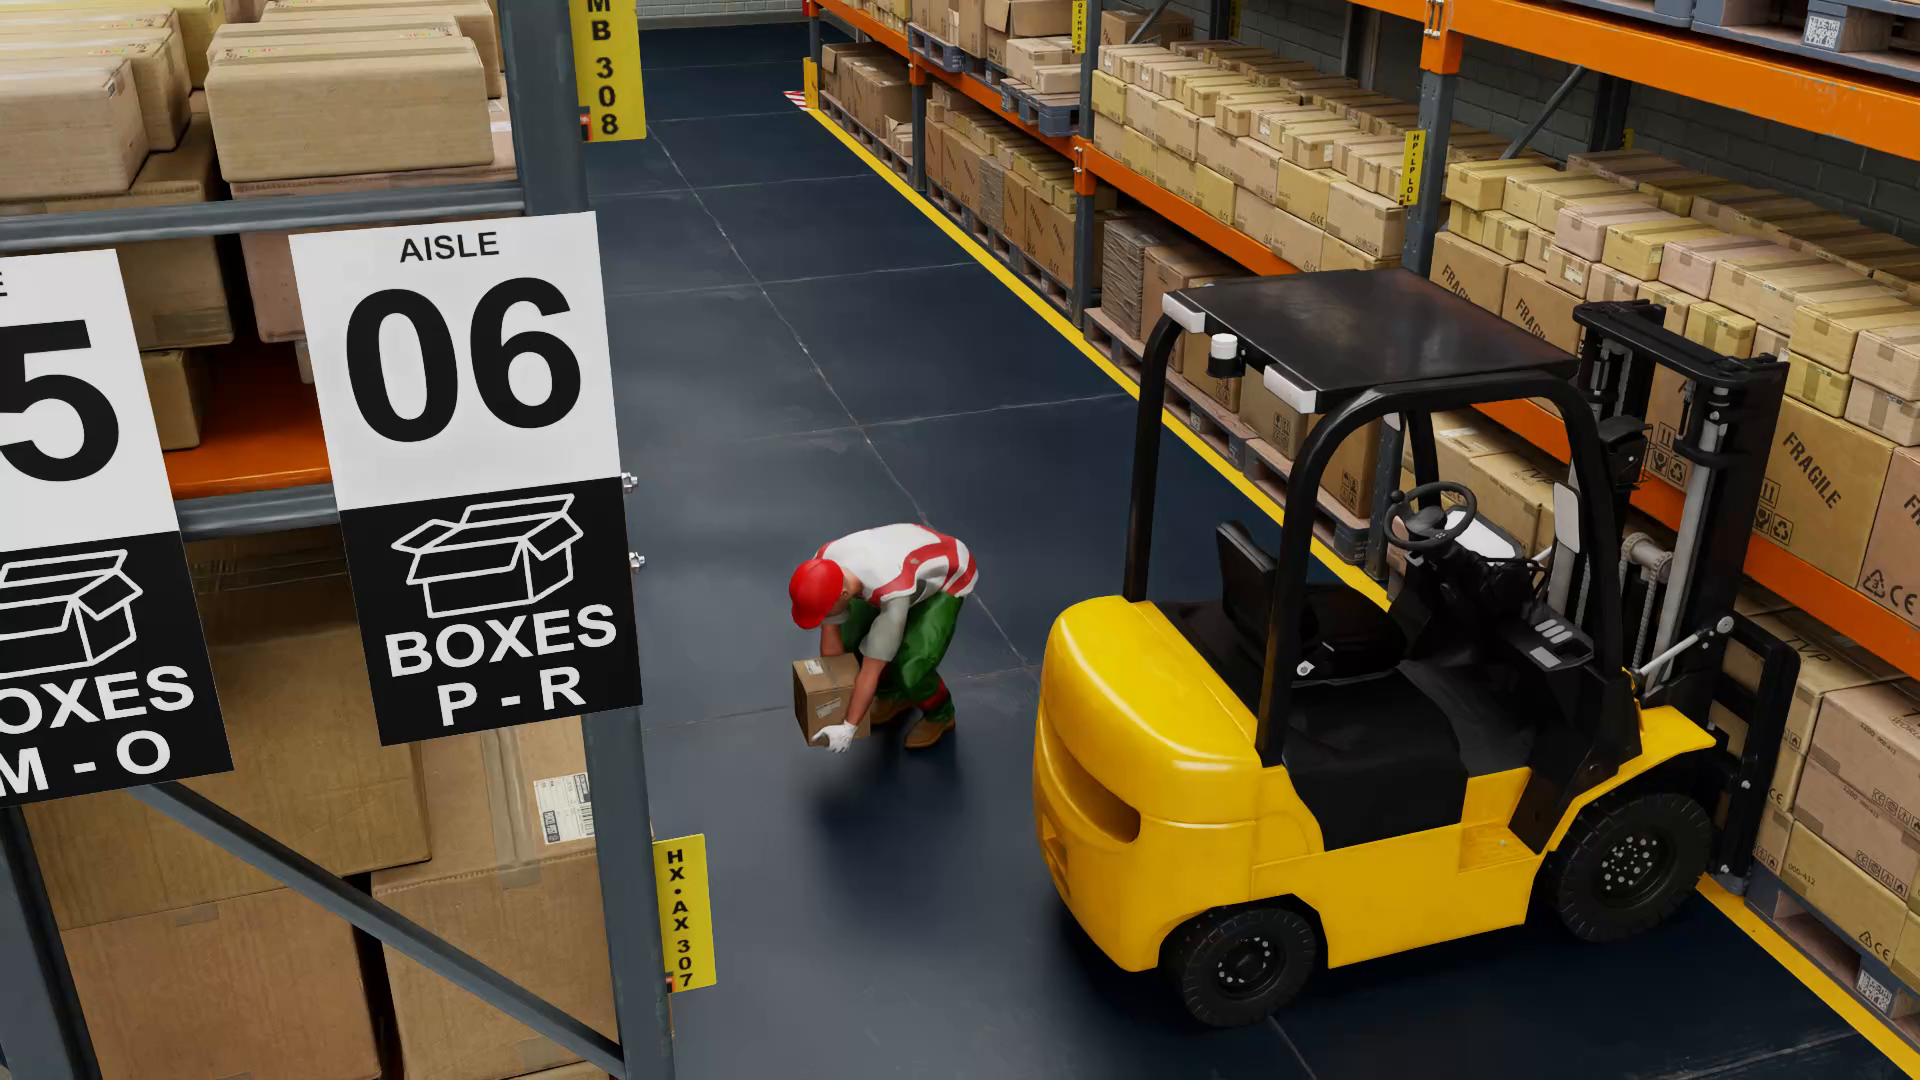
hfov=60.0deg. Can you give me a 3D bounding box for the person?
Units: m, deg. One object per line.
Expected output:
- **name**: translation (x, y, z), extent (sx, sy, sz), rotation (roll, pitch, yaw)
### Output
- **person**: translation (-0.325, 0.391, 6.705), extent (0.524, 0.984, 0.941), rotation (21, 33, 36)
